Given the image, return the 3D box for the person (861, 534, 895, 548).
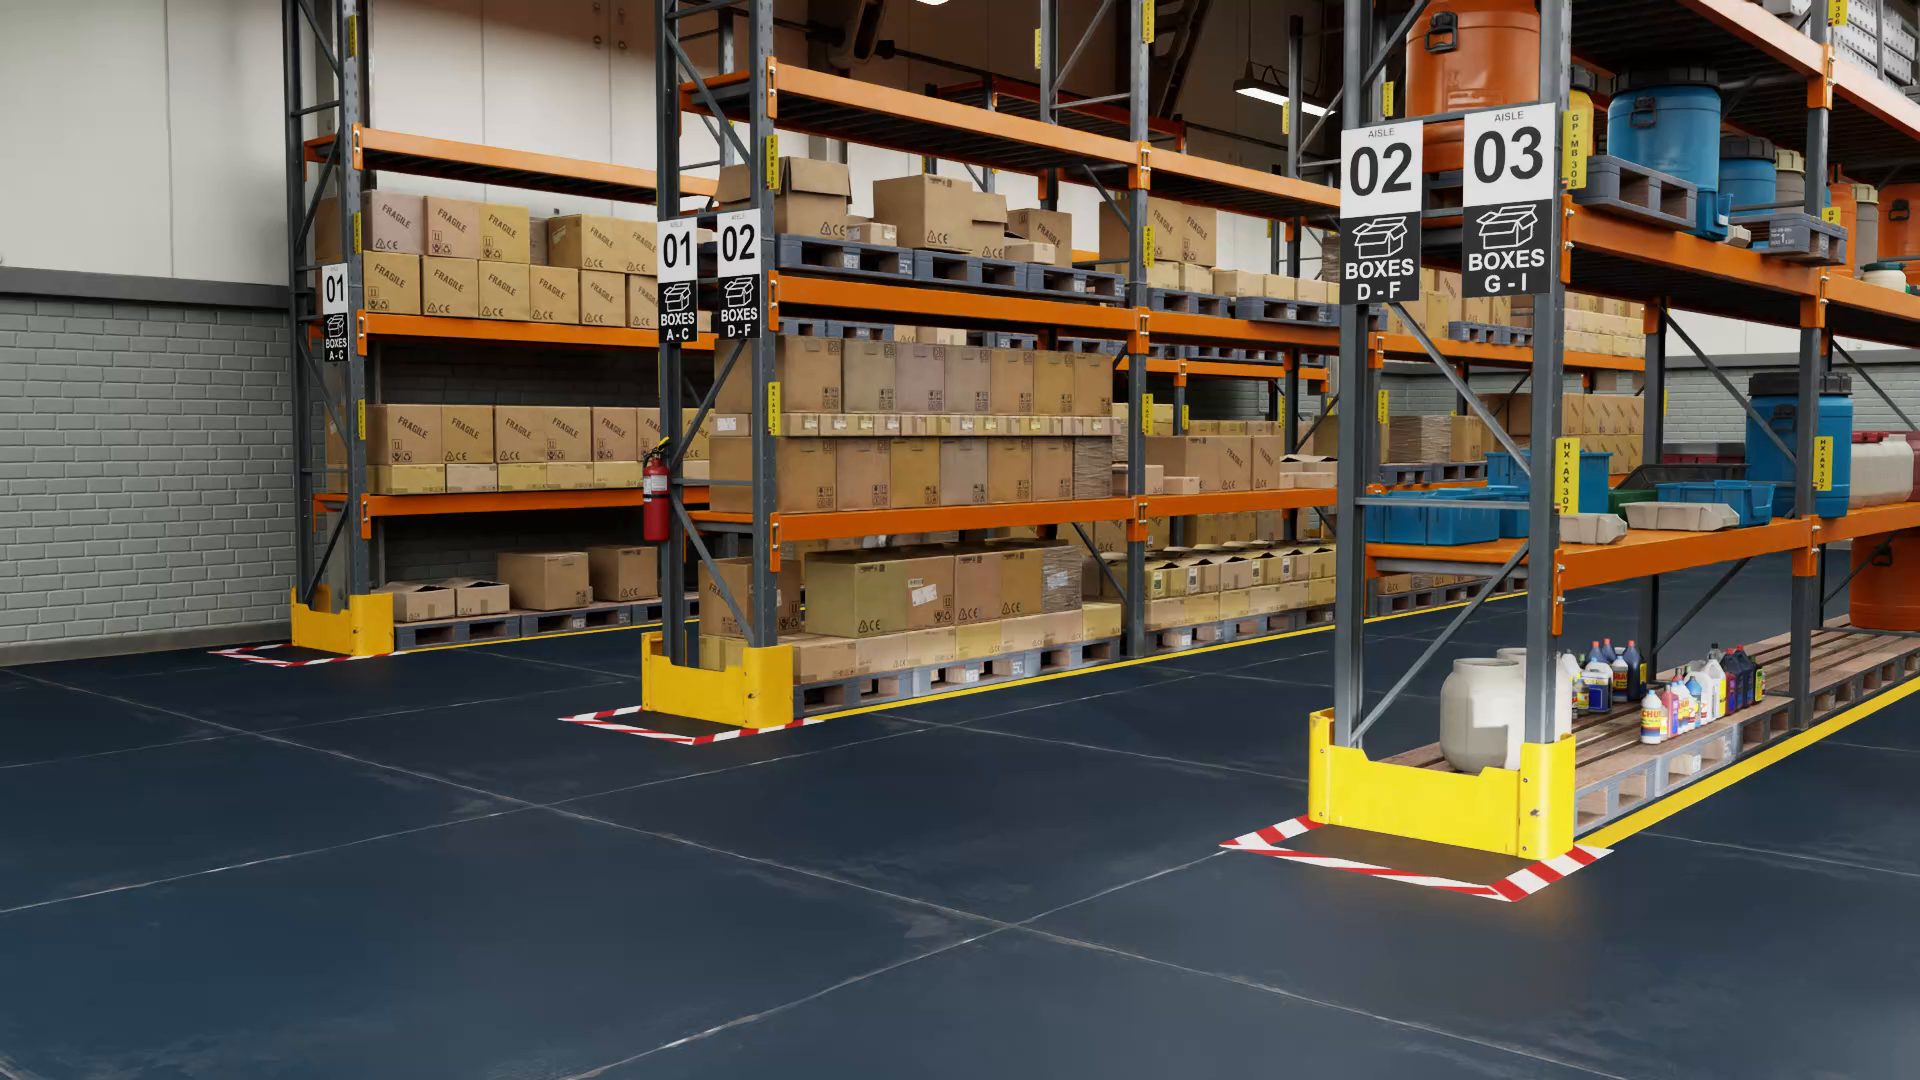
[{"bbox_3d":[-0.922,-0.089,16.664,0.660,1.662,0.503,1,4,8],"label":"person"}]
